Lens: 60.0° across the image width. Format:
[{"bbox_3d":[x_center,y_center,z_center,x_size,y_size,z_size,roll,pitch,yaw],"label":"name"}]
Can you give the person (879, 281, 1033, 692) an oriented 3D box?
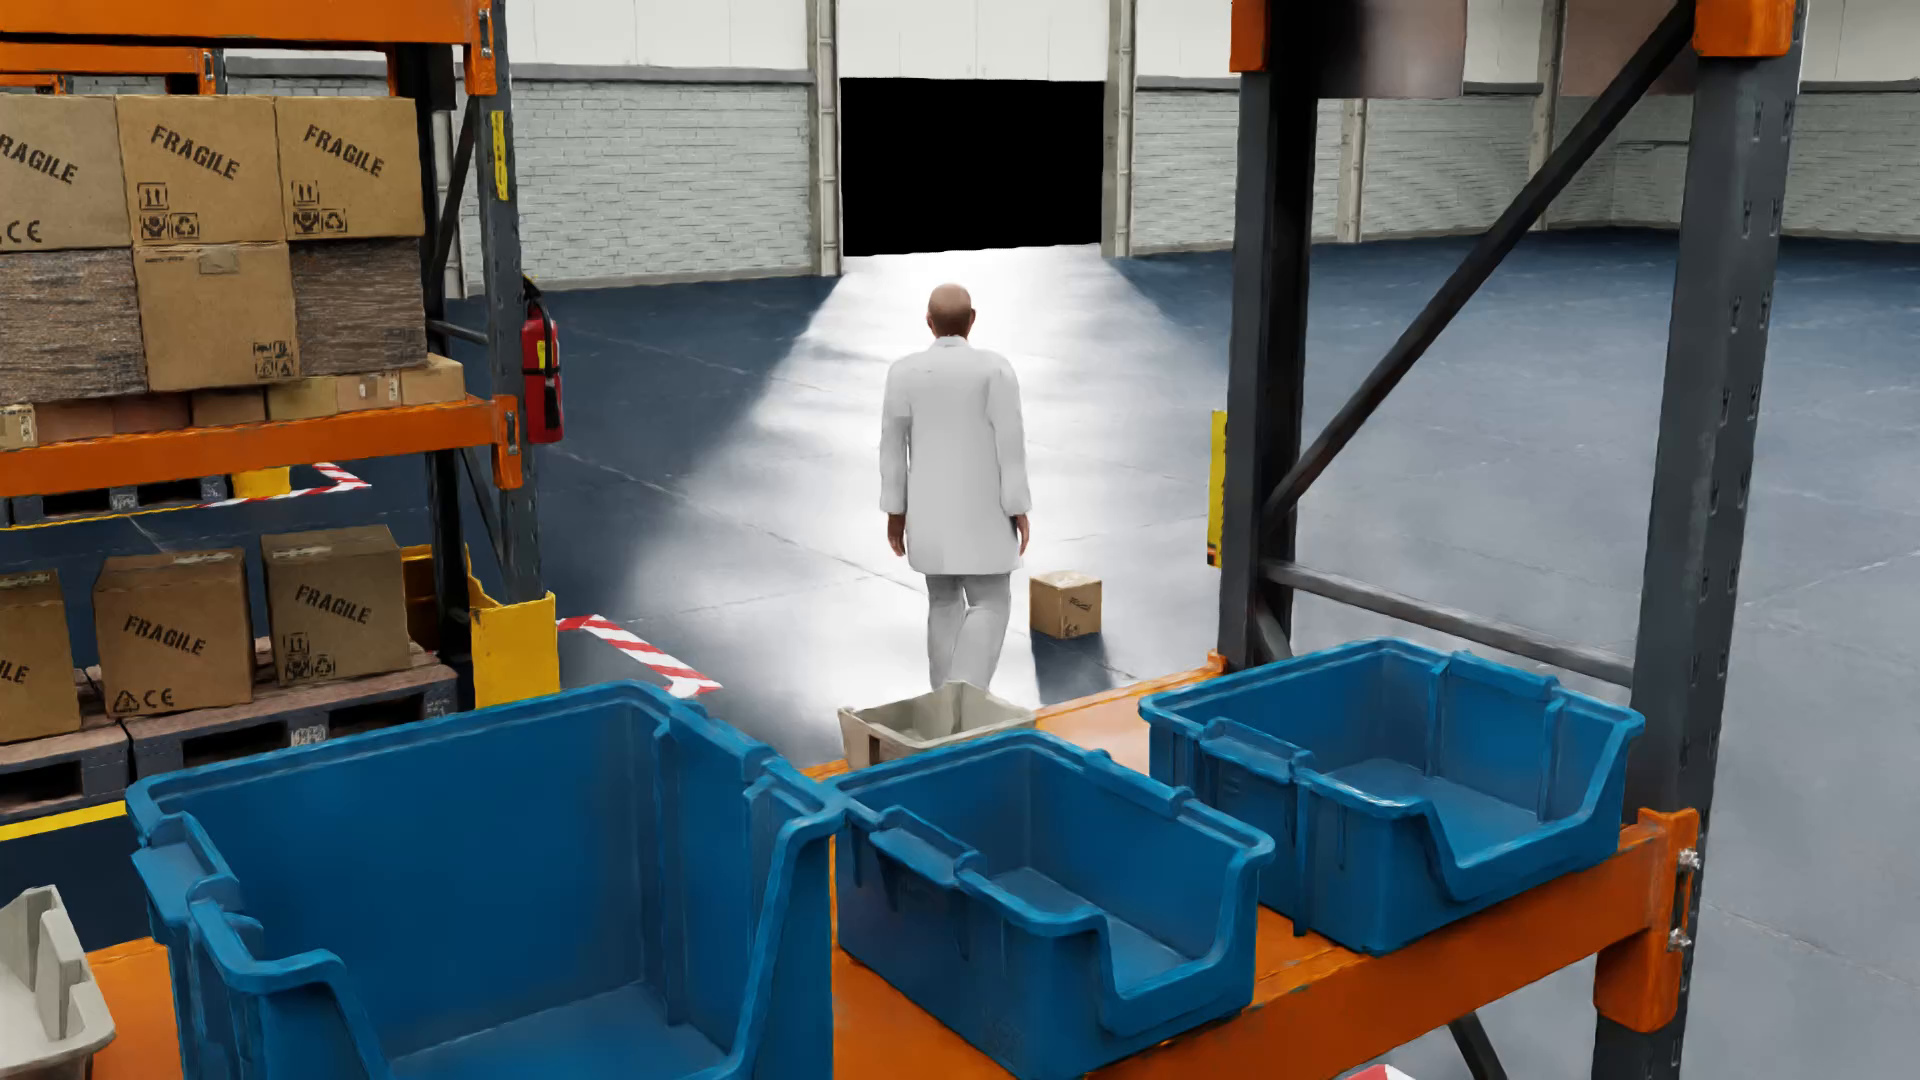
[{"bbox_3d":[-0.029,-0.039,6.408,0.619,1.661,0.616,5,15,20],"label":"person"}]
